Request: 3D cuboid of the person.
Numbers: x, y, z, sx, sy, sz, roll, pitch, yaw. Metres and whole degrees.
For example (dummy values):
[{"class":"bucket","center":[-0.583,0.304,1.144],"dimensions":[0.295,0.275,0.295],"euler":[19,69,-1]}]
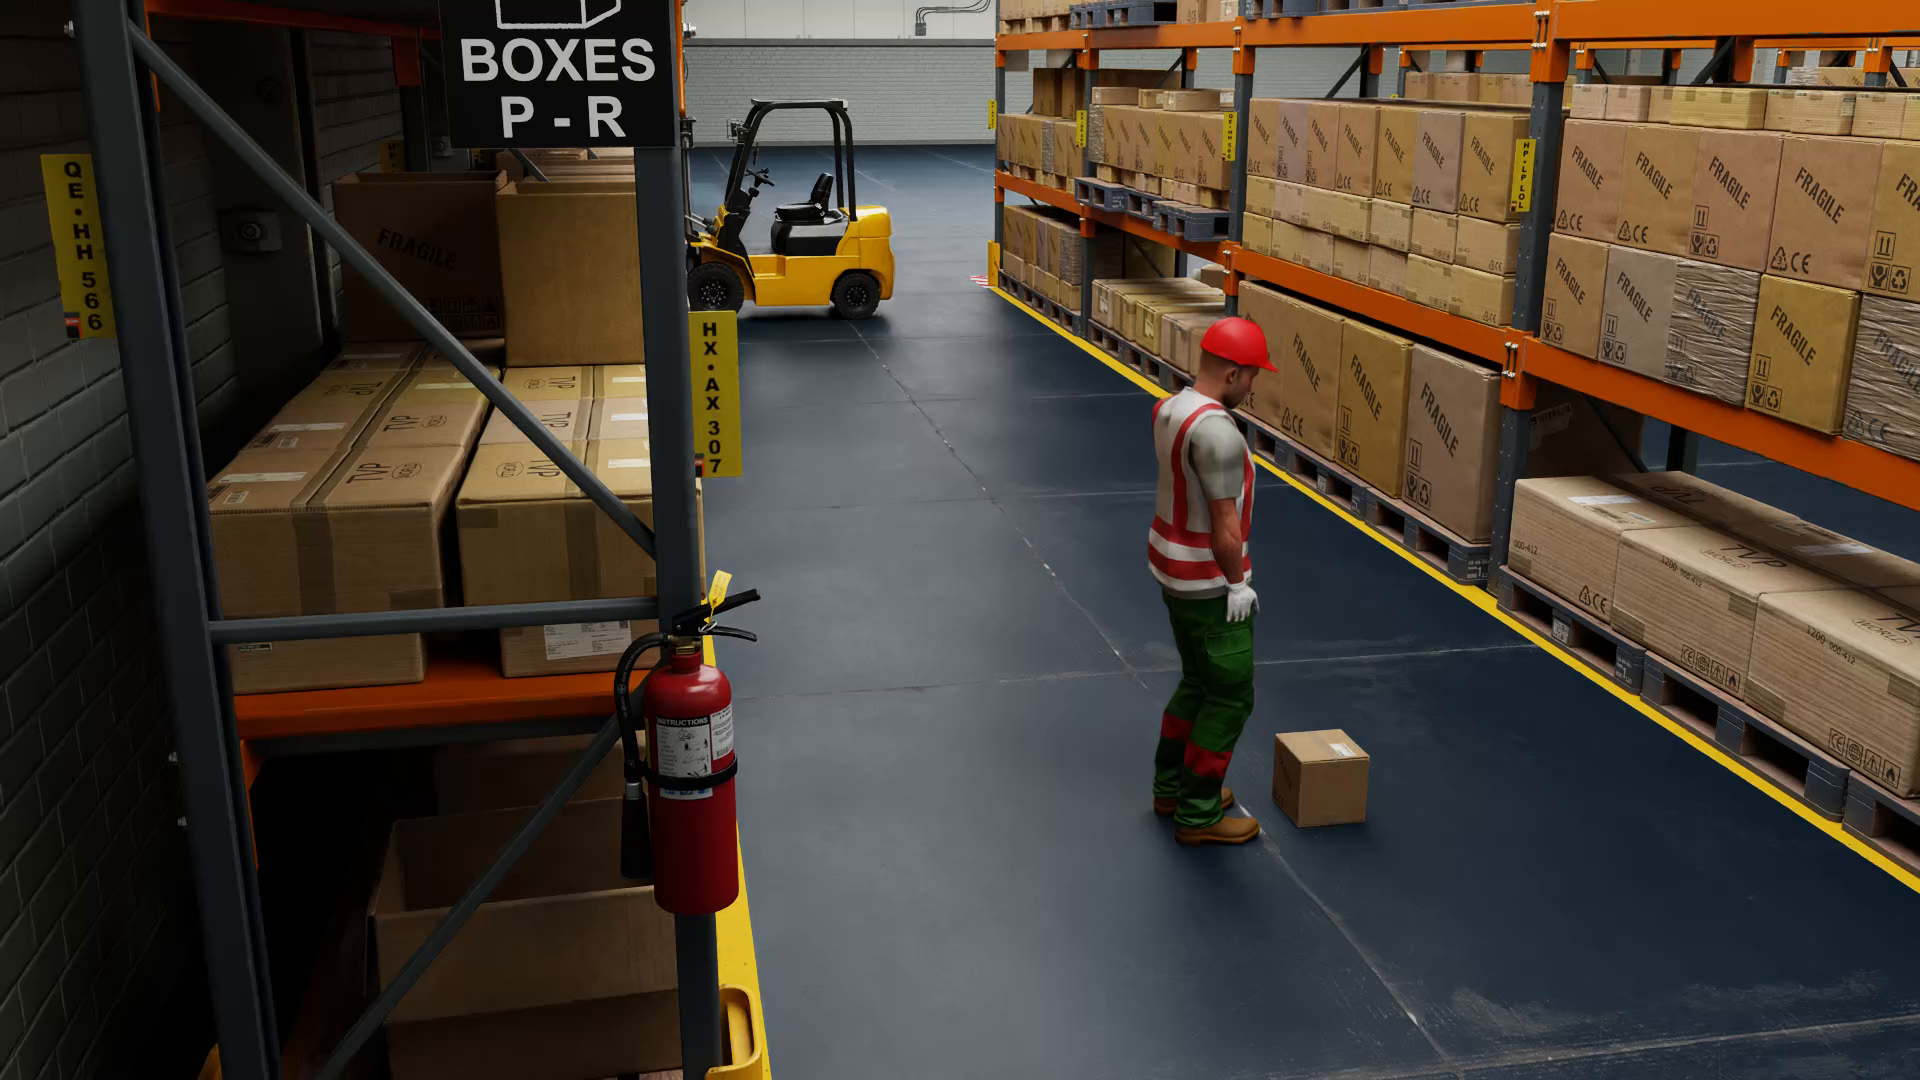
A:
[{"class":"person","center":[0.839,0.132,5.583],"dimensions":[0.400,1.763,0.535],"euler":[-3,16,-10]}]
